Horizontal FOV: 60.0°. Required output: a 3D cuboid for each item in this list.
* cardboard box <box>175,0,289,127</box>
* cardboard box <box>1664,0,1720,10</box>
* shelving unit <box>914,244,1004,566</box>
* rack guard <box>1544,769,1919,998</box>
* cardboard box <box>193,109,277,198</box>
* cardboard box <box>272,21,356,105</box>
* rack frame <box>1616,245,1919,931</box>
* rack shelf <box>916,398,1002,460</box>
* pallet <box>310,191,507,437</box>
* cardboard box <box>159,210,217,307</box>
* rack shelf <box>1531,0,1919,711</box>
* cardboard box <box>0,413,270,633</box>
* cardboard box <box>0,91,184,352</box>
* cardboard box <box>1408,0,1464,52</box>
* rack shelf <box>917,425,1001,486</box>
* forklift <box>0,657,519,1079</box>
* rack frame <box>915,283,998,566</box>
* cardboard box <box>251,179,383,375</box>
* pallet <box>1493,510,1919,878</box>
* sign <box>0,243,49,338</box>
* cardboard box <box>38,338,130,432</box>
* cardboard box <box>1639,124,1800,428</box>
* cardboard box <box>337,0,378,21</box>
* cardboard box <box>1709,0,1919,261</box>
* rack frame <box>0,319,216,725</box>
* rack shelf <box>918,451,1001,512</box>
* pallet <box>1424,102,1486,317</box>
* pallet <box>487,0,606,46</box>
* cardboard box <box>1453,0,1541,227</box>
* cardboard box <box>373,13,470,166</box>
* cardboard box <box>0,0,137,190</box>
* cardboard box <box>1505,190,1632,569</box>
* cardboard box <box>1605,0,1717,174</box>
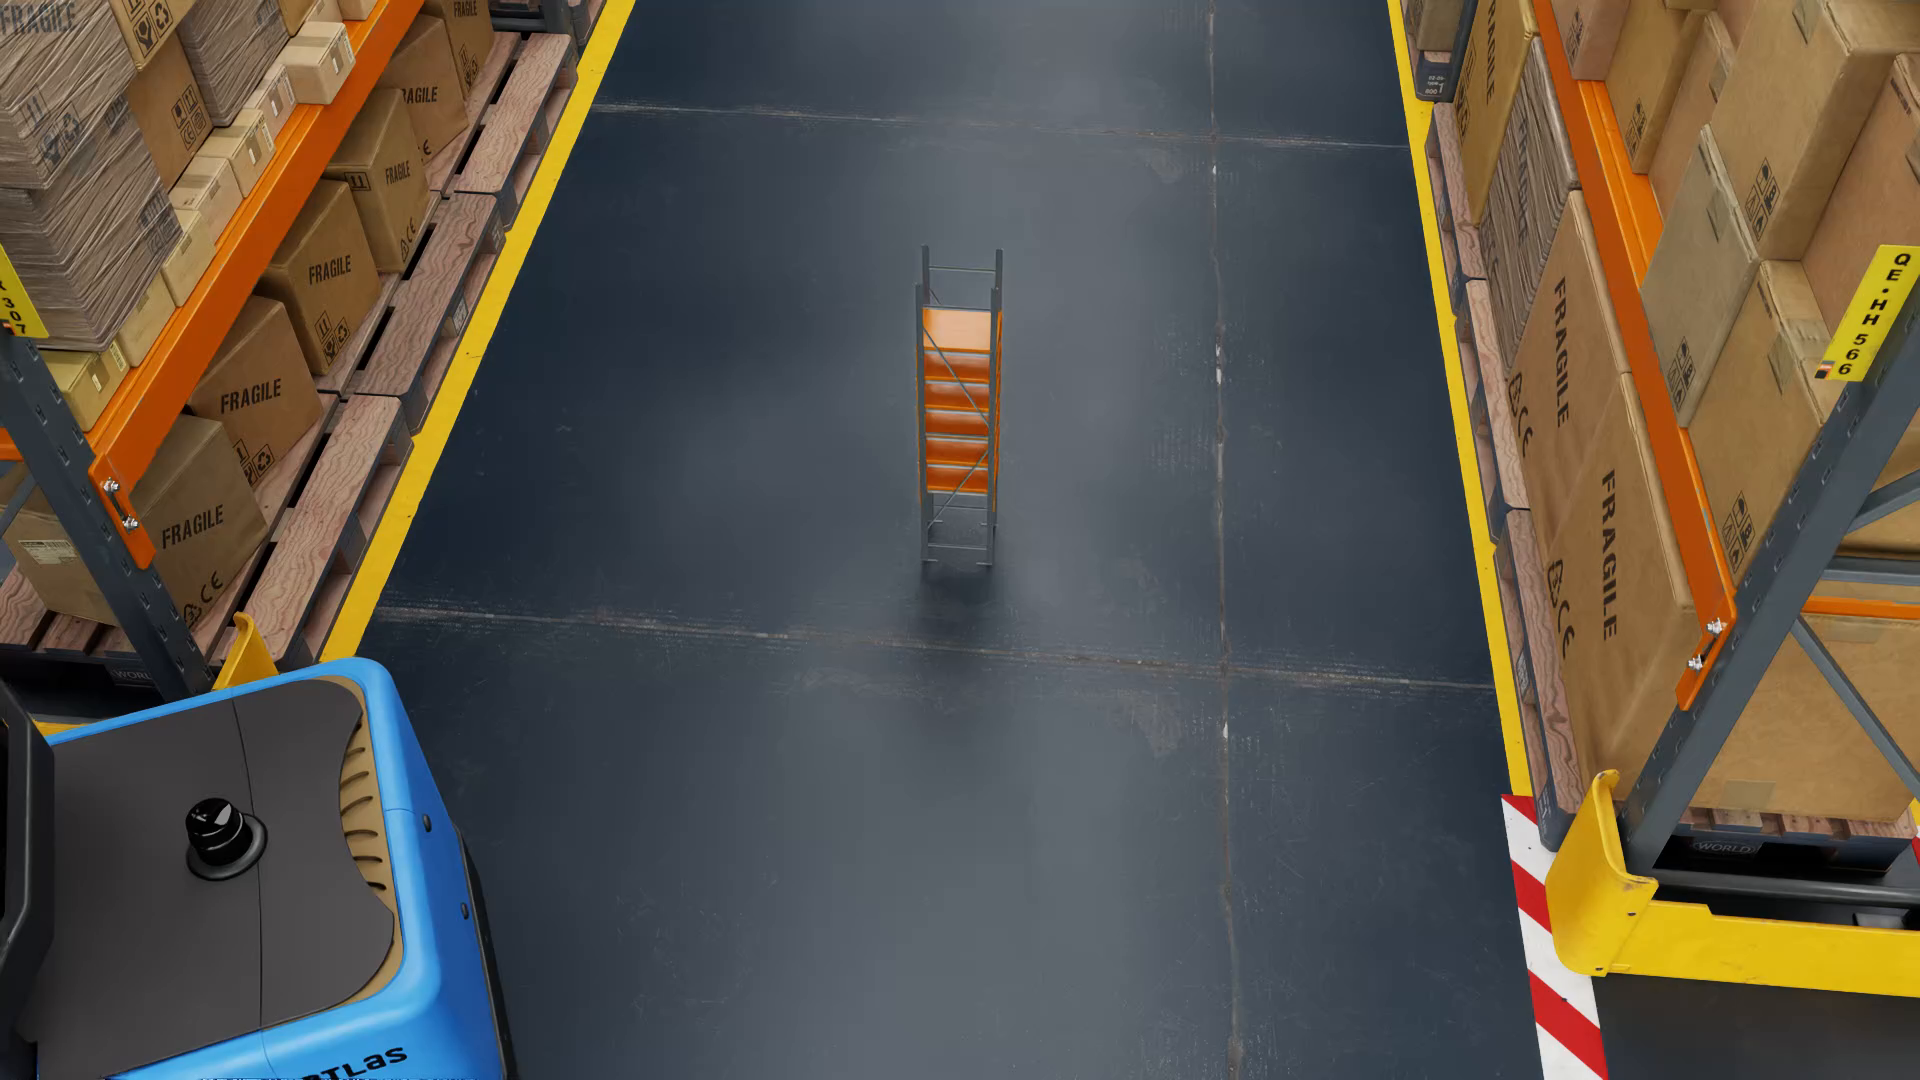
[{"bbox_3d":[-2.564,-1.593,4.905,0.875,0.500,0.500,4,48,4],"label":"cardboard box"},{"bbox_3d":[2.410,-1.805,4.535,0.875,0.550,0.500,4,48,4],"label":"cardboard box"},{"bbox_3d":[-0.001,-0.394,5.298,0.258,1.200,0.189,4,48,4],"label":"shelving unit"},{"bbox_3d":[2.272,0.952,4.540,1.175,0.500,0.348,4,48,4],"label":"rack guard"},{"bbox_3d":[-2.281,-1.159,4.947,0.380,0.149,0.250,4,48,4],"label":"cardboard box"},{"bbox_3d":[-2.159,-1.521,5.279,0.380,0.149,0.250,4,48,4],"label":"cardboard box"},{"bbox_3d":[2.274,0.091,3.634,1.000,3.000,0.127,4,48,4],"label":"rack frame"},{"bbox_3d":[-0.001,-0.364,5.330,0.258,0.103,0.180,4,48,4],"label":"rack shelf"},{"bbox_3d":[-2.426,-0.920,6.449,1.003,0.211,1.213,4,48,4],"label":"pallet"},{"bbox_3d":[-2.313,-0.791,4.611,0.380,0.149,0.250,4,48,4],"label":"cardboard box"},{"bbox_3d":[2.457,-1.136,5.244,1.077,0.370,4.000,4,48,4],"label":"rack shelf"},{"bbox_3d":[-2.582,-0.073,5.193,0.500,0.500,0.500,12,49,11],"label":"cardboard box"},{"bbox_3d":[-2.578,-0.853,4.228,0.875,0.500,0.500,4,48,4],"label":"cardboard box"},{"bbox_3d":[2.606,-2.693,7.420,1.050,0.750,0.750,4,48,3],"label":"cardboard box"},{"bbox_3d":[-0.001,-0.283,5.419,0.258,0.103,0.180,4,48,4],"label":"rack shelf"},{"bbox_3d":[-2.651,0.711,3.113,3.031,2.935,1.130,-15,49,-13],"label":"forklift"},{"bbox_3d":[-0.010,-0.327,5.236,0.240,1.200,0.006,4,48,4],"label":"rack frame"},{"bbox_3d":[-2.486,-0.973,6.017,0.500,0.500,0.500,8,48,7],"label":"cardboard box"},{"bbox_3d":[2.269,0.439,5.205,1.003,0.211,1.213,4,48,4],"label":"pallet"},{"bbox_3d":[-2.115,-0.573,3.654,0.100,0.325,0.005,4,48,4],"label":"sign"},{"bbox_3d":[-2.392,-0.425,4.277,0.380,0.149,0.250,4,48,4],"label":"cardboard box"},{"bbox_3d":[2.291,-0.641,4.202,0.875,0.550,0.550,4,48,4],"label":"cardboard box"},{"bbox_3d":[-2.169,-1.892,5.618,0.380,0.149,0.250,4,48,4],"label":"cardboard box"},{"bbox_3d":[2.305,-1.005,3.803,0.875,0.550,0.550,4,48,4],"label":"cardboard box"},{"bbox_3d":[-2.656,-0.317,4.007,1.000,3.000,0.127,4,48,4],"label":"rack frame"},{"bbox_3d":[-0.001,-0.202,5.507,0.258,0.103,0.180,4,48,4],"label":"rack shelf"},{"bbox_3d":[2.492,-1.354,6.845,1.003,0.211,1.213,4,48,4],"label":"pallet"},{"bbox_3d":[-2.222,-2.887,8.248,1.003,0.211,1.213,4,48,4],"label":"pallet"},{"bbox_3d":[2.512,-1.816,6.533,0.875,0.875,0.875,5,48,4],"label":"cardboard box"},{"bbox_3d":[-2.412,-1.842,6.811,0.500,0.500,0.500,18,50,16],"label":"cardboard box"},{"bbox_3d":[-2.334,-1.174,3.844,0.500,0.500,0.500,4,48,4],"label":"cardboard box"},{"bbox_3d":[2.348,-0.483,5.314,0.875,0.875,0.875,3,48,3],"label":"cardboard box"},{"bbox_3d":[2.475,-1.436,4.929,0.875,0.550,0.500,4,48,4],"label":"cardboard box"}]
